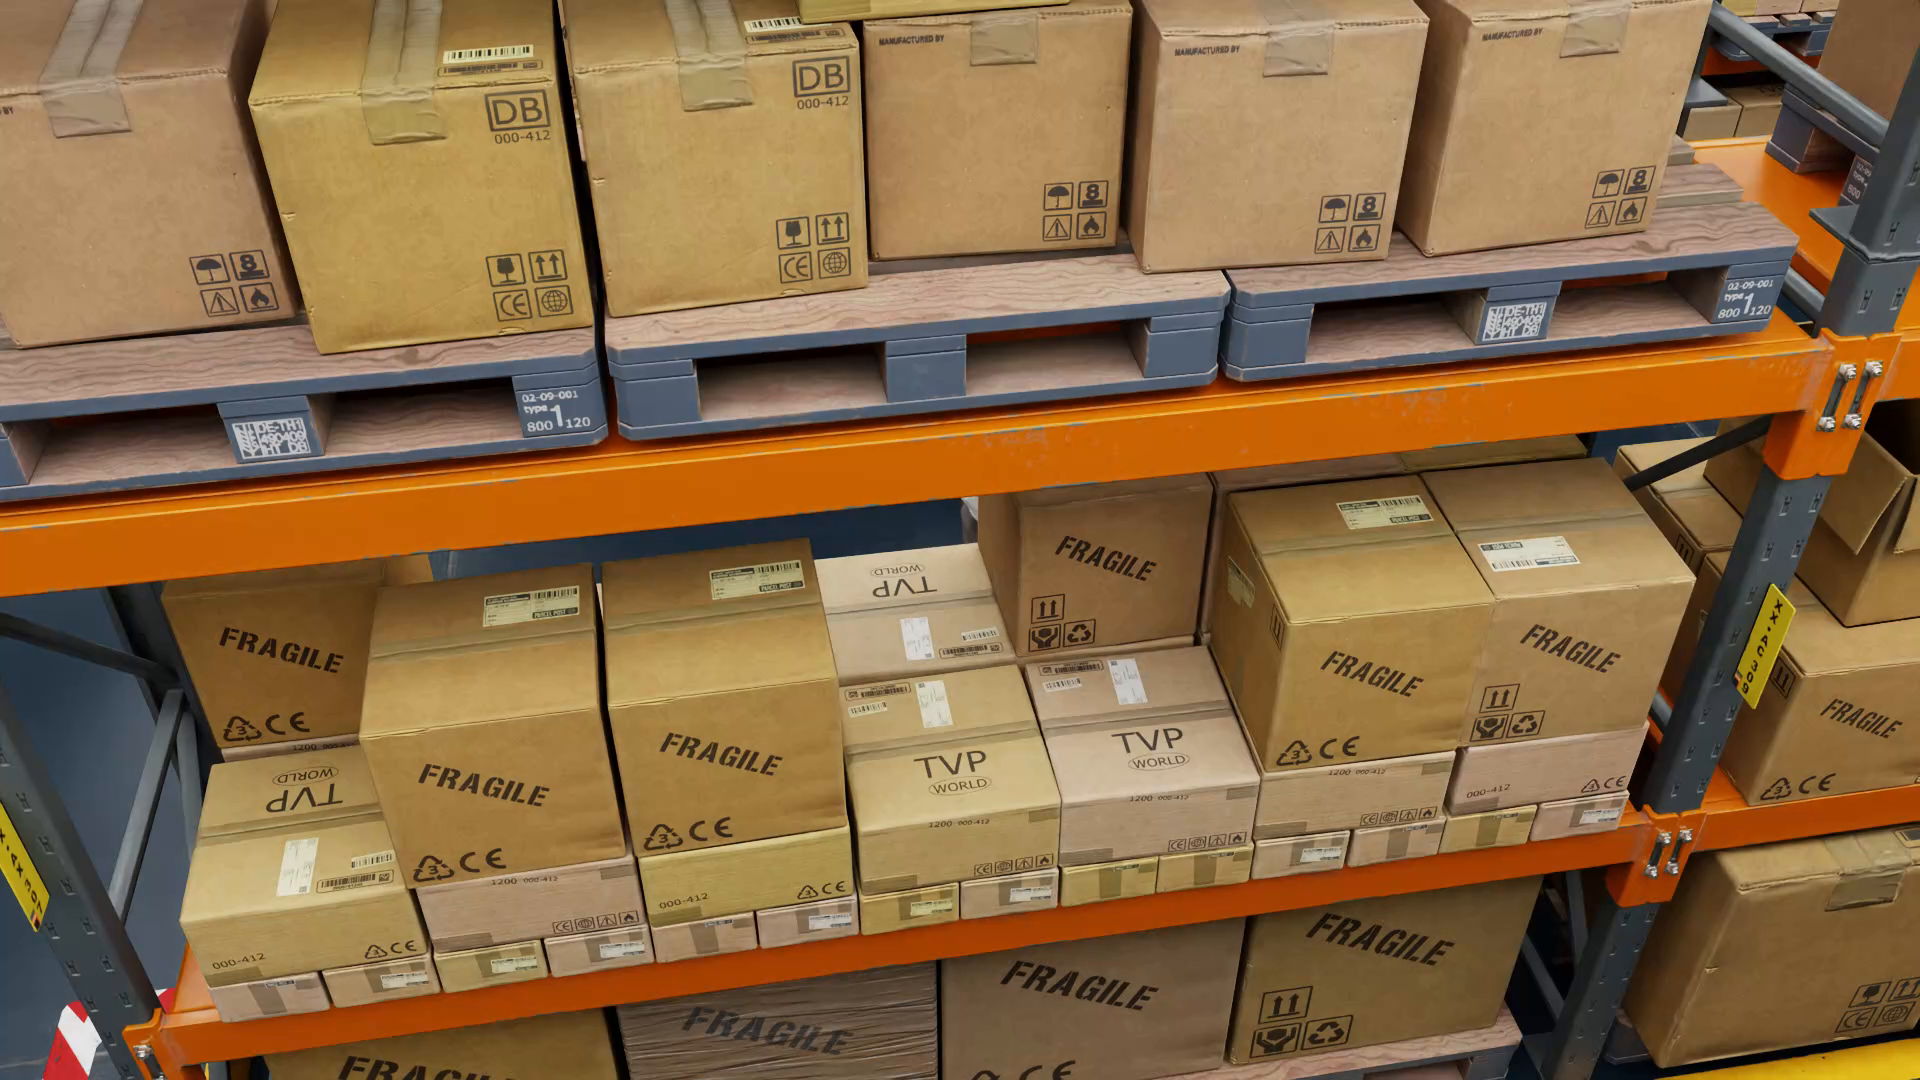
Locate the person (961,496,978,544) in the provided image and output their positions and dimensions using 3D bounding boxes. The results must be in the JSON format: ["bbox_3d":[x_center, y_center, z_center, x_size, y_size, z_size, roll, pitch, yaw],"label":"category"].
[{"bbox_3d":[0.175,-0.100,6.228,0.411,1.776,0.618,-29,47,-31],"label":"person"}]
